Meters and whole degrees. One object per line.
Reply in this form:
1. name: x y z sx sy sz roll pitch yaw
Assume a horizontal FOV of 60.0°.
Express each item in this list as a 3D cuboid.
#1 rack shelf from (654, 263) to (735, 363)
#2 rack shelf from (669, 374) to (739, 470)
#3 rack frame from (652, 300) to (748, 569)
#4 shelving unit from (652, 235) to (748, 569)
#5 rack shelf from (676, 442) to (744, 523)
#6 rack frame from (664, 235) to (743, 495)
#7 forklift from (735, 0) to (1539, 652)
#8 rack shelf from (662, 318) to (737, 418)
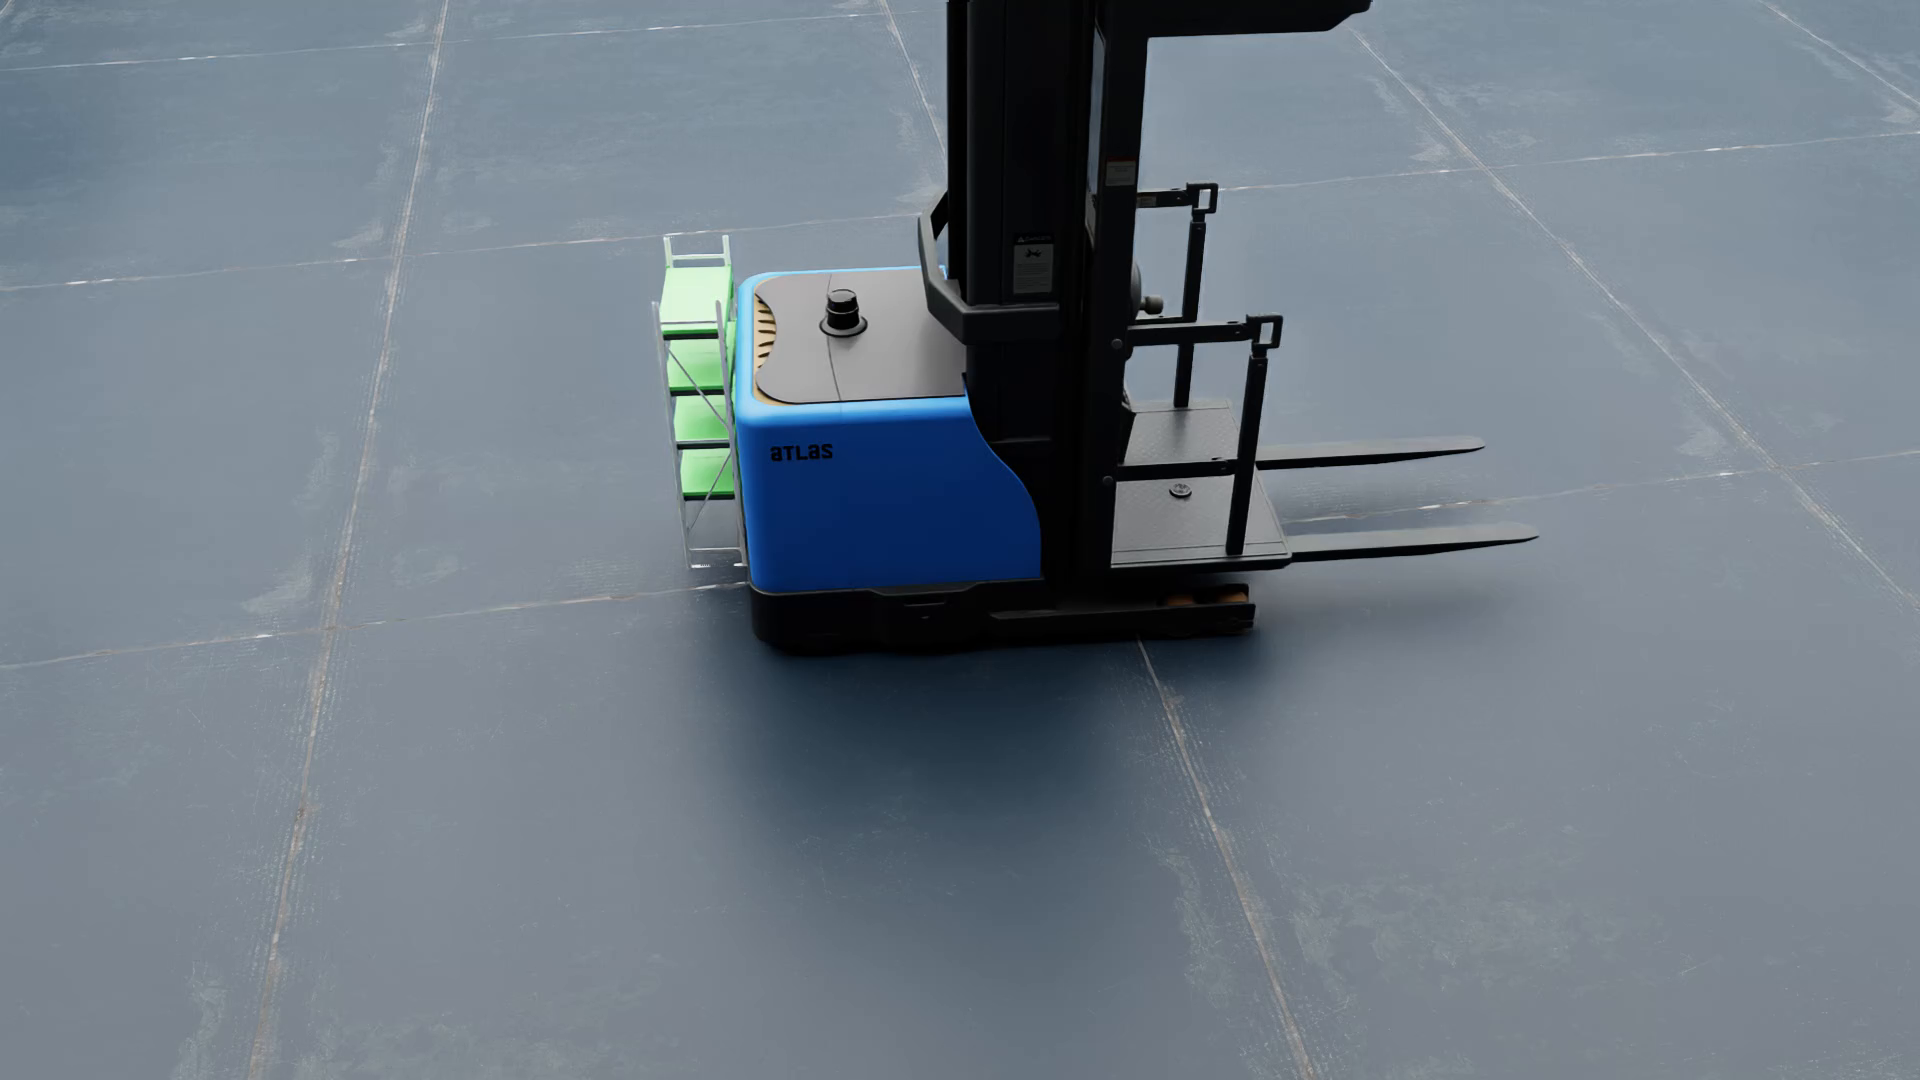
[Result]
1. rack shelf: -0.980 -0.846 6.182 0.258 0.148 0.480 -2 38 -3
2. rack shelf: -0.980 -0.467 6.477 0.258 0.148 0.480 -2 38 -3
3. rack frame: -0.966 -0.368 6.245 0.240 1.200 0.015 -2 38 -3
4. shelving unit: -0.980 -0.517 6.437 0.258 1.200 0.503 -2 38 -3
5. rack shelf: -0.979 -0.277 6.624 0.258 0.148 0.480 -2 38 -3
6. rack frame: -0.994 -0.667 6.630 0.240 1.200 0.015 -2 38 -3
7. forklift: 0.695 -1.114 5.794 3.031 2.935 1.130 -3 38 -4
8. rack shelf: -0.980 -0.656 6.329 0.258 0.148 0.480 -2 38 -3
